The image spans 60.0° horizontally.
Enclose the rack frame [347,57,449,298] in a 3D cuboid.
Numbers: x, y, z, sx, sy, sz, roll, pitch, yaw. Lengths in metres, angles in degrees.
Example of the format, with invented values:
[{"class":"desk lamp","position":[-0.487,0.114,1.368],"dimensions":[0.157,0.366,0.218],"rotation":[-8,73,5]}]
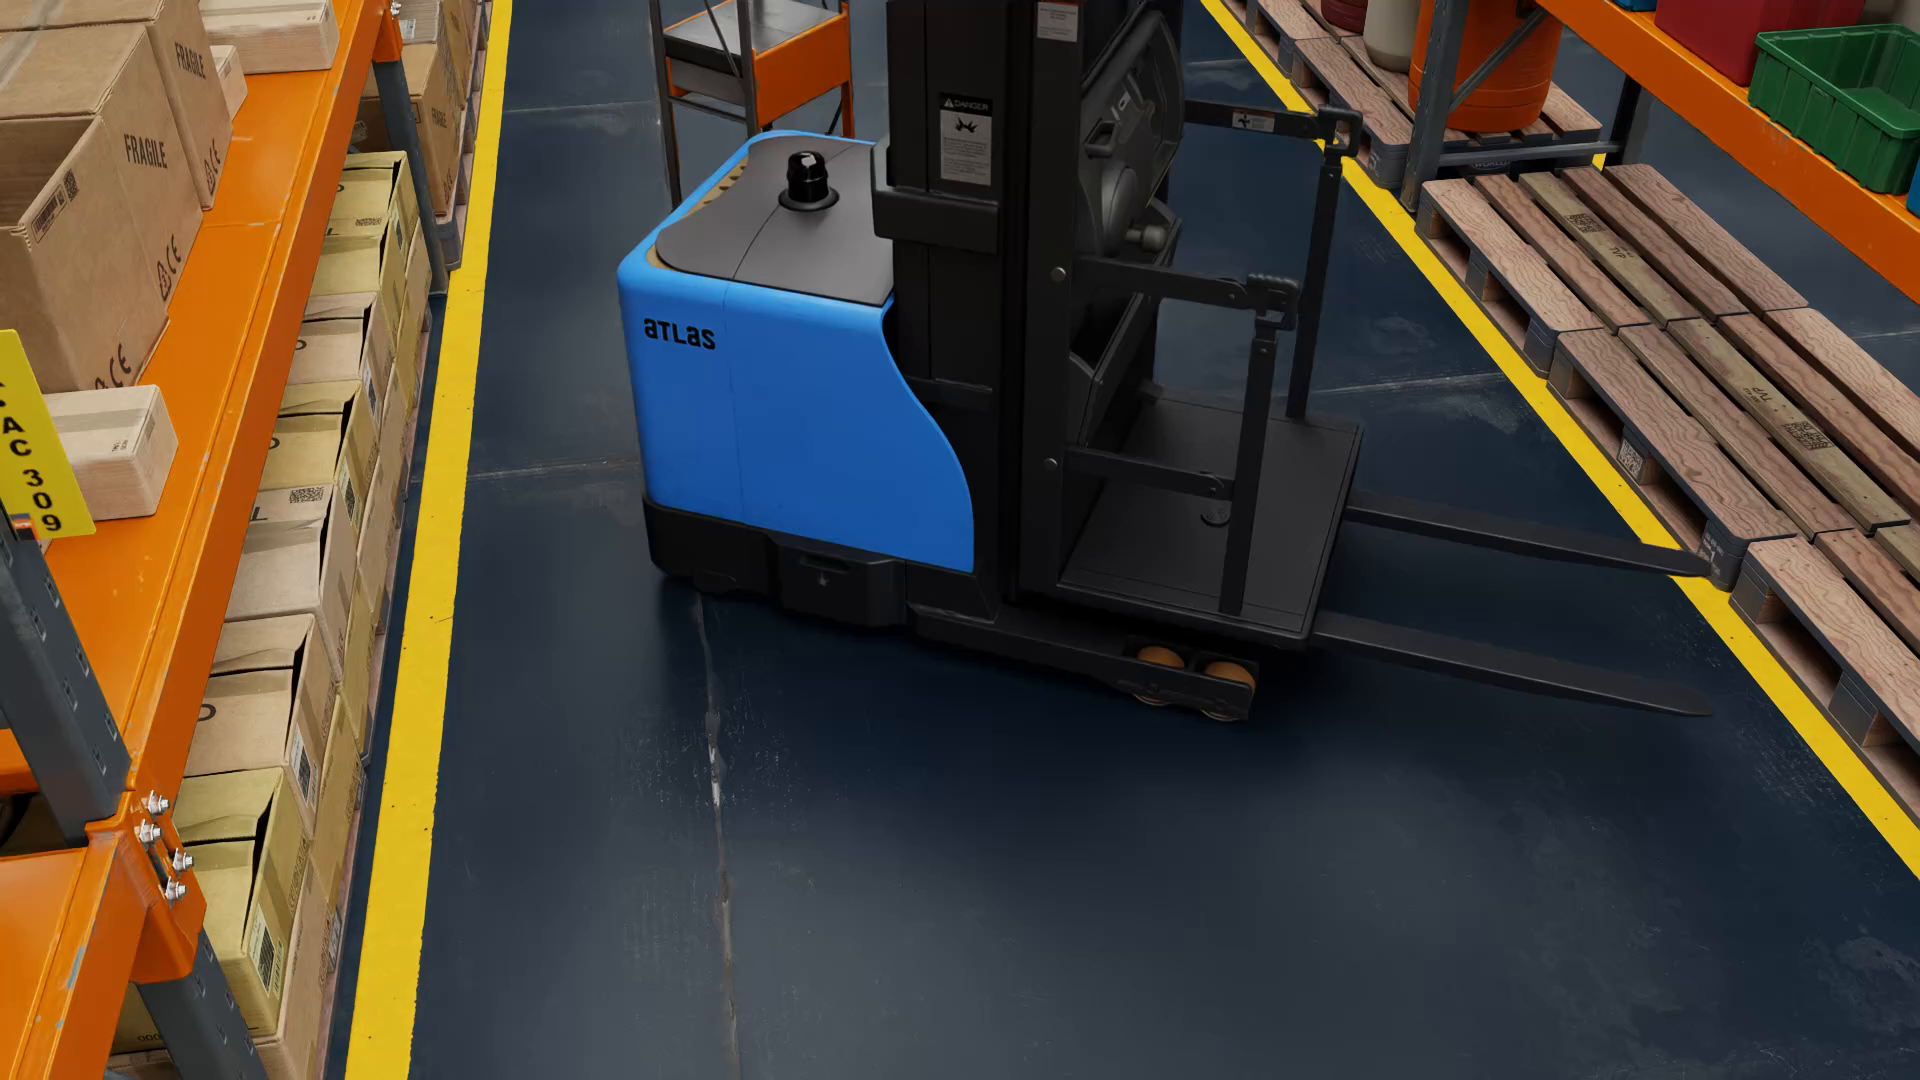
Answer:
[{"class":"rack frame","position":[-2.498,-2.115,5.528],"dimensions":[1.000,3.000,0.127],"rotation":[-6,38,-8]}]

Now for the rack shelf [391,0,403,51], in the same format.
[{"class":"rack shelf","position":[-2.848,-3.039,7.304],"dimensions":[1.077,0.370,4.000],"rotation":[-6,38,-8]}]

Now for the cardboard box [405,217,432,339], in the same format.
[{"class":"cardboard box","position":[-2.165,-0.904,5.867],"dimensions":[0.500,0.250,0.500],"rotation":[-5,38,-7]}]

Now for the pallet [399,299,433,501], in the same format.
[{"class":"pallet","position":[-2.392,-0.513,5.738],"dimensions":[1.003,0.211,1.213],"rotation":[-6,38,-8]}]

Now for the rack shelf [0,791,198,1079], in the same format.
[{"class":"rack shelf","position":[-1.446,1.793,1.084],"dimensions":[1.077,0.370,4.000],"rotation":[-6,38,-8]}]

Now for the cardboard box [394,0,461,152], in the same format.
[{"class":"cardboard box","position":[-2.393,-1.923,6.960],"dimensions":[0.500,0.500,0.500],"rotation":[-8,38,-10]}]

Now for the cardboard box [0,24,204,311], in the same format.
[{"class":"cardboard box","position":[-2.095,-0.825,3.786],"dimensions":[0.500,0.500,0.500],"rotation":[-6,38,-8]}]

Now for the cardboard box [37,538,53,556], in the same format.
[{"class":"cardboard box","position":[-1.926,0.067,2.841],"dimensions":[0.500,0.250,0.500],"rotation":[-4,38,-5]}]

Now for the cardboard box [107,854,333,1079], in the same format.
[{"class":"cardboard box","position":[-1.623,0.950,3.481],"dimensions":[0.500,0.250,0.500],"rotation":[-7,38,-9]}]

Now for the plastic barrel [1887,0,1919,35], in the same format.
[{"class":"plastic barrel","position":[2.925,-1.590,4.740],"dimensions":[0.433,0.535,0.433],"rotation":[0,38,0]}]

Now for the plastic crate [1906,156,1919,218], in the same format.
[{"class":"plastic crate","position":[2.581,-0.856,3.920],"dimensions":[0.392,0.384,0.575],"rotation":[-6,38,-8]}]

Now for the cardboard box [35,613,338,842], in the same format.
[{"class":"cardboard box","position":[-1.706,0.420,3.707],"dimensions":[0.500,0.311,0.500],"rotation":[-7,38,-8]}]

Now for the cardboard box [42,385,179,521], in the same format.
[{"class":"cardboard box","position":[-1.750,-0.157,3.212],"dimensions":[0.380,0.149,0.250],"rotation":[-6,38,-8]}]

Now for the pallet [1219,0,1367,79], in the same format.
[{"class":"pallet","position":[1.990,-2.752,8.620],"dimensions":[1.003,0.211,1.213],"rotation":[-6,38,-8]}]

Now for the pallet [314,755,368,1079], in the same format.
[{"class":"pallet","position":[-1.964,0.961,3.841],"dimensions":[1.003,0.211,1.213],"rotation":[-6,38,-8]}]

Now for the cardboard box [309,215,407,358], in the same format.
[{"class":"cardboard box","position":[-2.066,-0.814,5.294],"dimensions":[0.500,0.311,0.500],"rotation":[-7,38,-9]}]

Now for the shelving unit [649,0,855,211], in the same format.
[{"class":"shelving unit","position":[-0.665,-1.490,5.456],"dimensions":[0.431,2.100,0.503],"rotation":[23,43,26]}]

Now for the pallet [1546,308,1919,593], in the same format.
[{"class":"pallet","position":[2.688,-0.337,5.512],"dimensions":[1.003,0.211,1.213],"rotation":[-6,38,-8]}]

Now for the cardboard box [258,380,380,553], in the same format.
[{"class":"cardboard box","position":[-1.894,-0.206,4.512],"dimensions":[0.500,0.311,0.500],"rotation":[-5,38,-7]}]

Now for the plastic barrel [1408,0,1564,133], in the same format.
[{"class":"plastic barrel","position":[2.277,-2.248,7.126],"dimensions":[0.600,0.830,0.708],"rotation":[-6,38,-8]}]

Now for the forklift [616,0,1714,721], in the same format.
[{"class":"forklift","position":[0.628,-1.024,4.179],"dimensions":[3.031,2.935,1.130],"rotation":[12,39,15]}]

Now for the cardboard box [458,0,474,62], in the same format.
[{"class":"cardboard box","position":[-2.573,-2.541,7.755],"dimensions":[0.500,0.500,0.500],"rotation":[-7,38,-9]}]

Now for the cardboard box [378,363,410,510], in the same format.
[{"class":"cardboard box","position":[-1.986,-0.289,5.076],"dimensions":[0.500,0.250,0.500],"rotation":[-5,38,-7]}]

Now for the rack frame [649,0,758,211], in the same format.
[{"class":"rack frame","position":[-0.802,-1.366,5.297],"dimensions":[0.400,2.100,0.015],"rotation":[23,43,26]}]

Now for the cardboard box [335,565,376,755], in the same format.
[{"class":"cardboard box","position":[-1.805,0.329,4.281],"dimensions":[0.500,0.250,0.500],"rotation":[-7,38,-9]}]

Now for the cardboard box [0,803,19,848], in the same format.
[{"class":"cardboard box","position":[-2.150,0.785,3.236],"dimensions":[0.500,0.311,0.500],"rotation":[-6,38,-8]}]

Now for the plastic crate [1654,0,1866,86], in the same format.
[{"class":"plastic crate","position":[2.362,-1.662,4.893],"dimensions":[0.402,0.464,0.583],"rotation":[-6,38,-8]}]

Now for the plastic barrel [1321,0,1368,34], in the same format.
[{"class":"plastic barrel","position":[2.079,-2.835,8.078],"dimensions":[0.600,0.588,0.708],"rotation":[-6,38,-8]}]

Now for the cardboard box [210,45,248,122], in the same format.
[{"class":"cardboard box","position":[-2.219,-1.252,4.621],"dimensions":[0.380,0.149,0.250],"rotation":[-4,38,-5]}]

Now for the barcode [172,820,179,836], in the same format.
[{"class":"barcode","position":[-1.431,0.536,3.012],"dimensions":[0.001,0.075,0.075],"rotation":[-6,38,-8]}]

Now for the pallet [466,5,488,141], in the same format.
[{"class":"pallet","position":[-2.802,-2.205,7.916],"dimensions":[1.003,0.211,1.213],"rotation":[-6,38,-8]}]
